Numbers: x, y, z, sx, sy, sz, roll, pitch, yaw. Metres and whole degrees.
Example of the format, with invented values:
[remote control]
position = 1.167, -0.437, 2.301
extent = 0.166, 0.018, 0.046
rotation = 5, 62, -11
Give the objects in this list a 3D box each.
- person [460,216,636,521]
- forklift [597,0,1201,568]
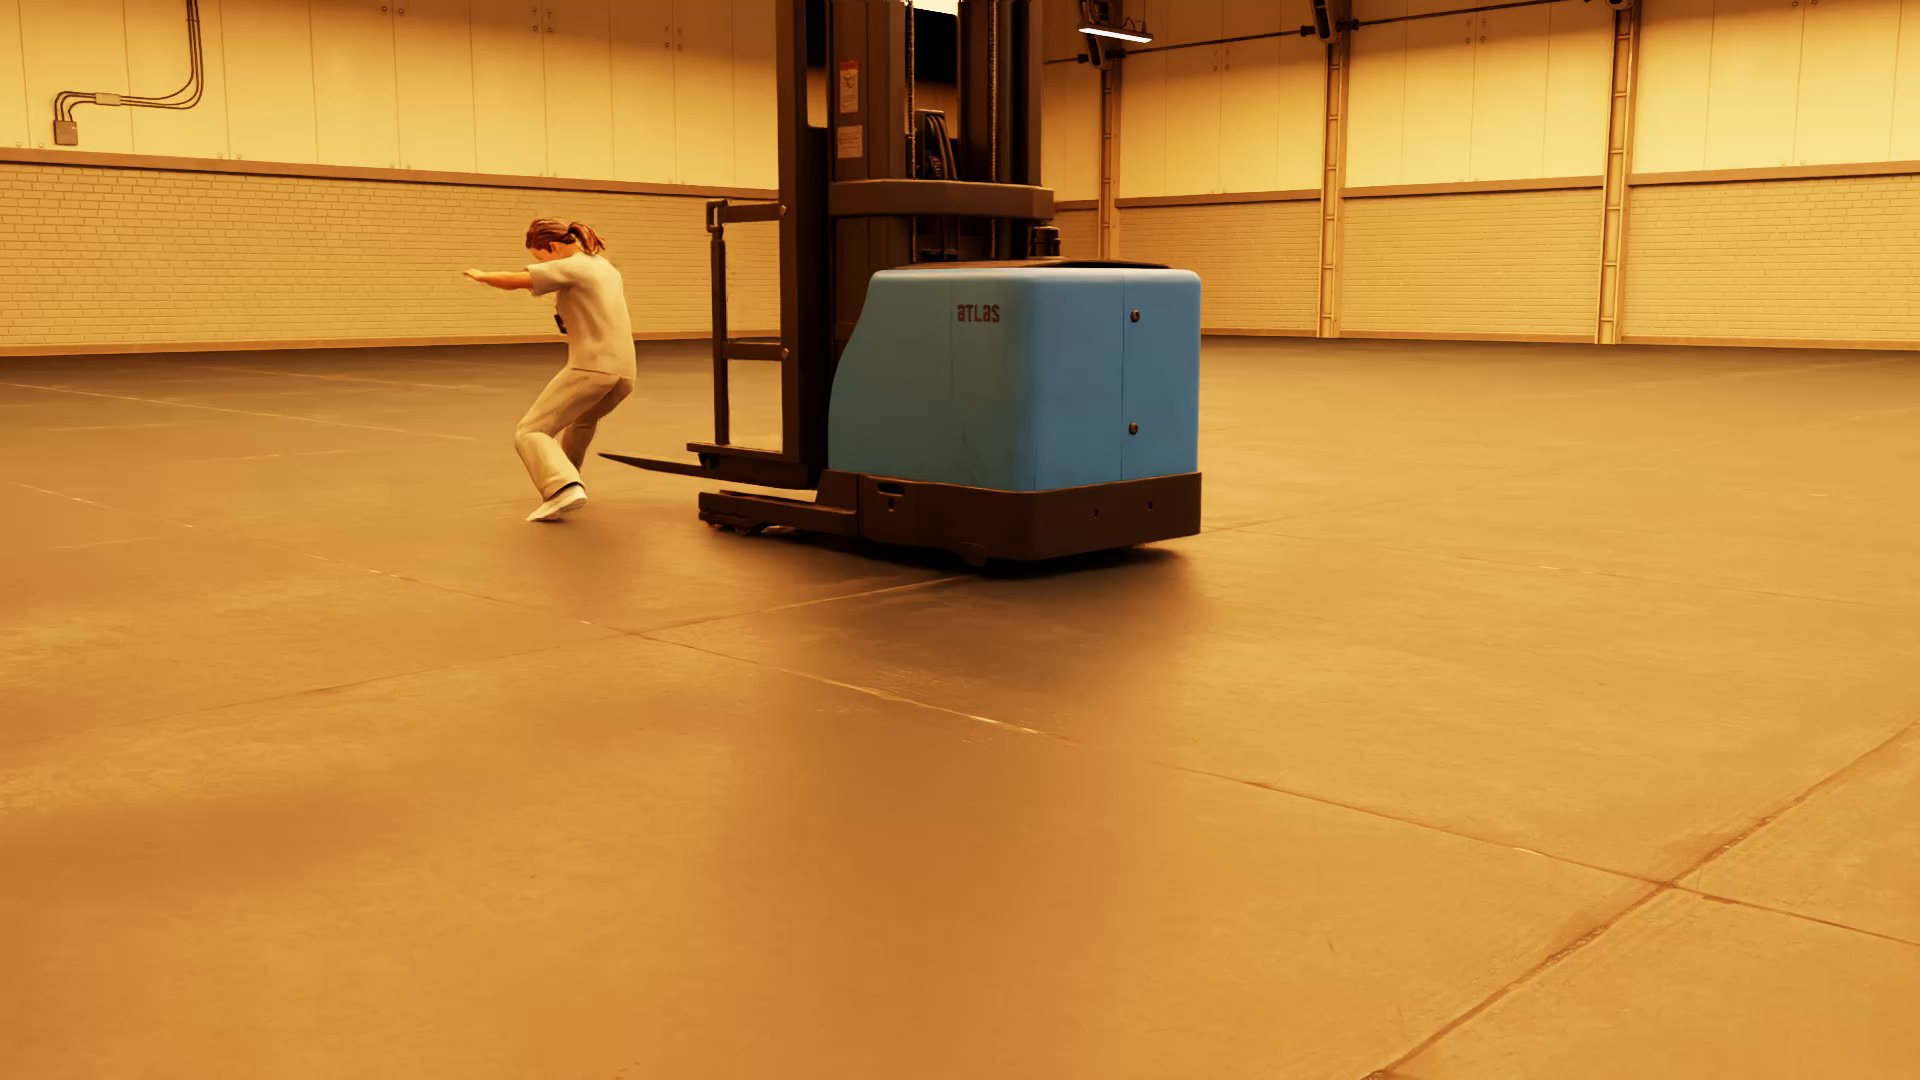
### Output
[person]
position = -1.897, -0.818, 7.803
extent = 1.066, 1.374, 1.075
rotation = 5, 10, 28
[forklift]
position = -0.455, -1.516, 6.941
extent = 1.130, 2.935, 3.031
rotation = -8, 12, -43
